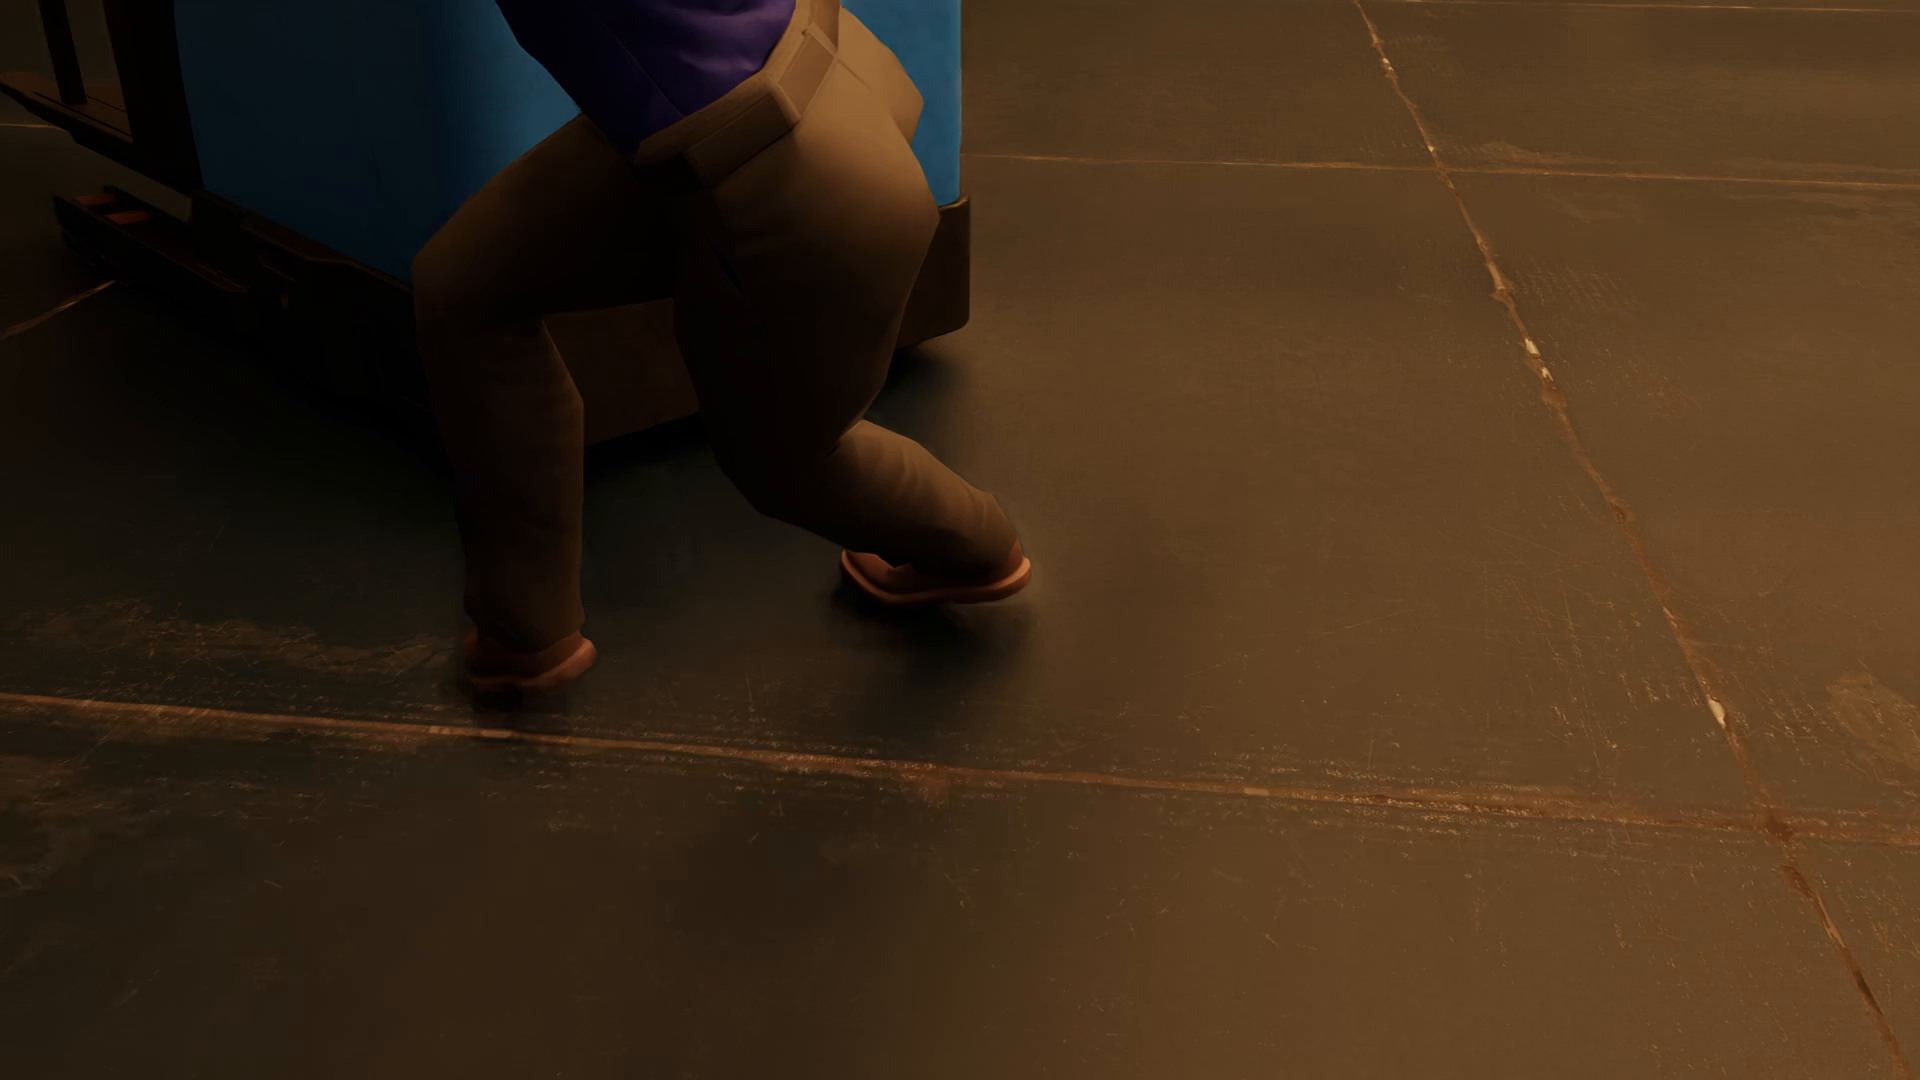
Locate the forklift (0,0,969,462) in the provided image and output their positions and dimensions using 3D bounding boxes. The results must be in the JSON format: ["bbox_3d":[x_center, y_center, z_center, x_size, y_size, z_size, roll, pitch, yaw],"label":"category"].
[{"bbox_3d":[-1.364,-1.996,3.219,1.130,2.935,3.031,-23,35,-38],"label":"forklift"}]

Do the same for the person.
[{"bbox_3d":[-0.410,-0.445,1.791,0.909,1.411,0.907,6,27,11],"label":"person"}]
